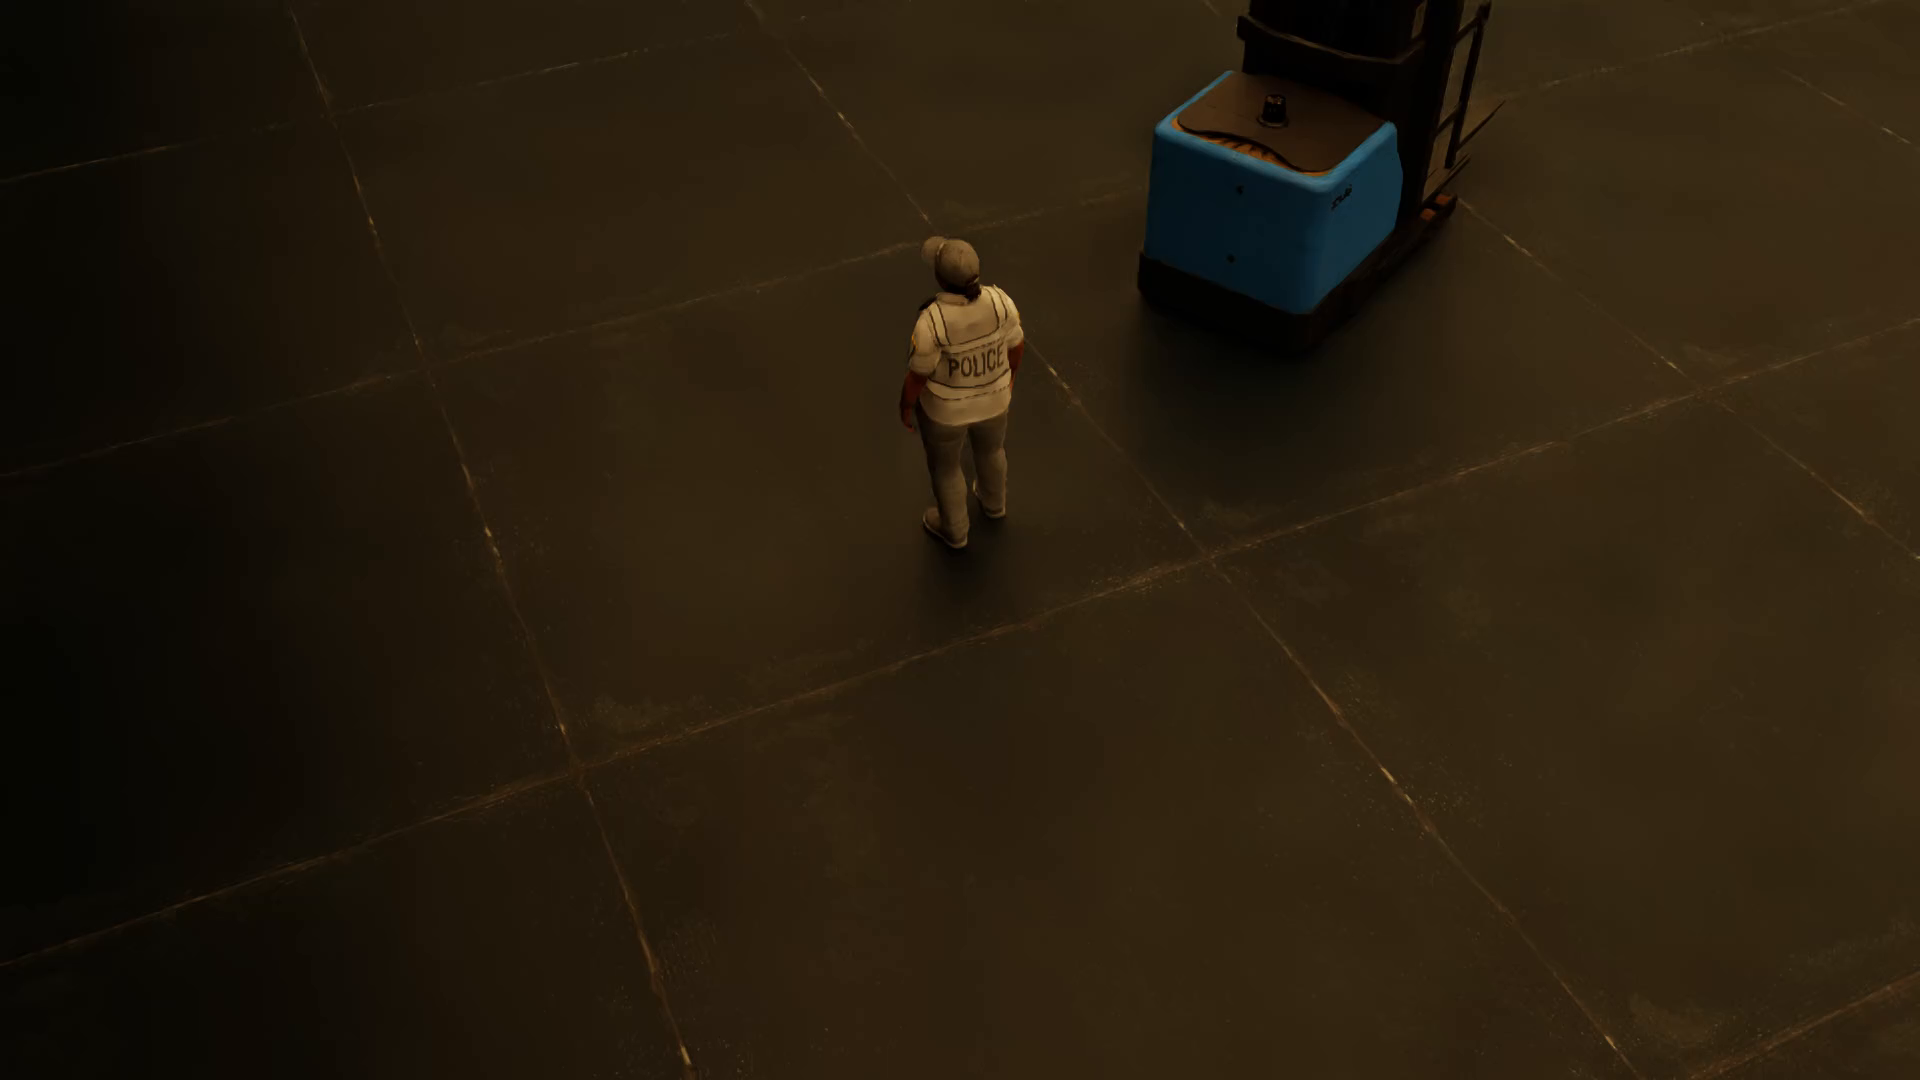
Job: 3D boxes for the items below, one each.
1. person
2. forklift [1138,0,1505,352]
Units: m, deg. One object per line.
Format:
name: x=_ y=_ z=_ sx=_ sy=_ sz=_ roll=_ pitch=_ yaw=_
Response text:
person: x=-0.012 y=-0.668 z=7.313 sx=0.598 sy=1.669 sz=0.529 roll=-18 pitch=46 yaw=-18
forklift: x=2.272 y=-3.024 z=8.920 sx=1.130 sy=2.935 sz=3.031 roll=27 pitch=49 yaw=26
